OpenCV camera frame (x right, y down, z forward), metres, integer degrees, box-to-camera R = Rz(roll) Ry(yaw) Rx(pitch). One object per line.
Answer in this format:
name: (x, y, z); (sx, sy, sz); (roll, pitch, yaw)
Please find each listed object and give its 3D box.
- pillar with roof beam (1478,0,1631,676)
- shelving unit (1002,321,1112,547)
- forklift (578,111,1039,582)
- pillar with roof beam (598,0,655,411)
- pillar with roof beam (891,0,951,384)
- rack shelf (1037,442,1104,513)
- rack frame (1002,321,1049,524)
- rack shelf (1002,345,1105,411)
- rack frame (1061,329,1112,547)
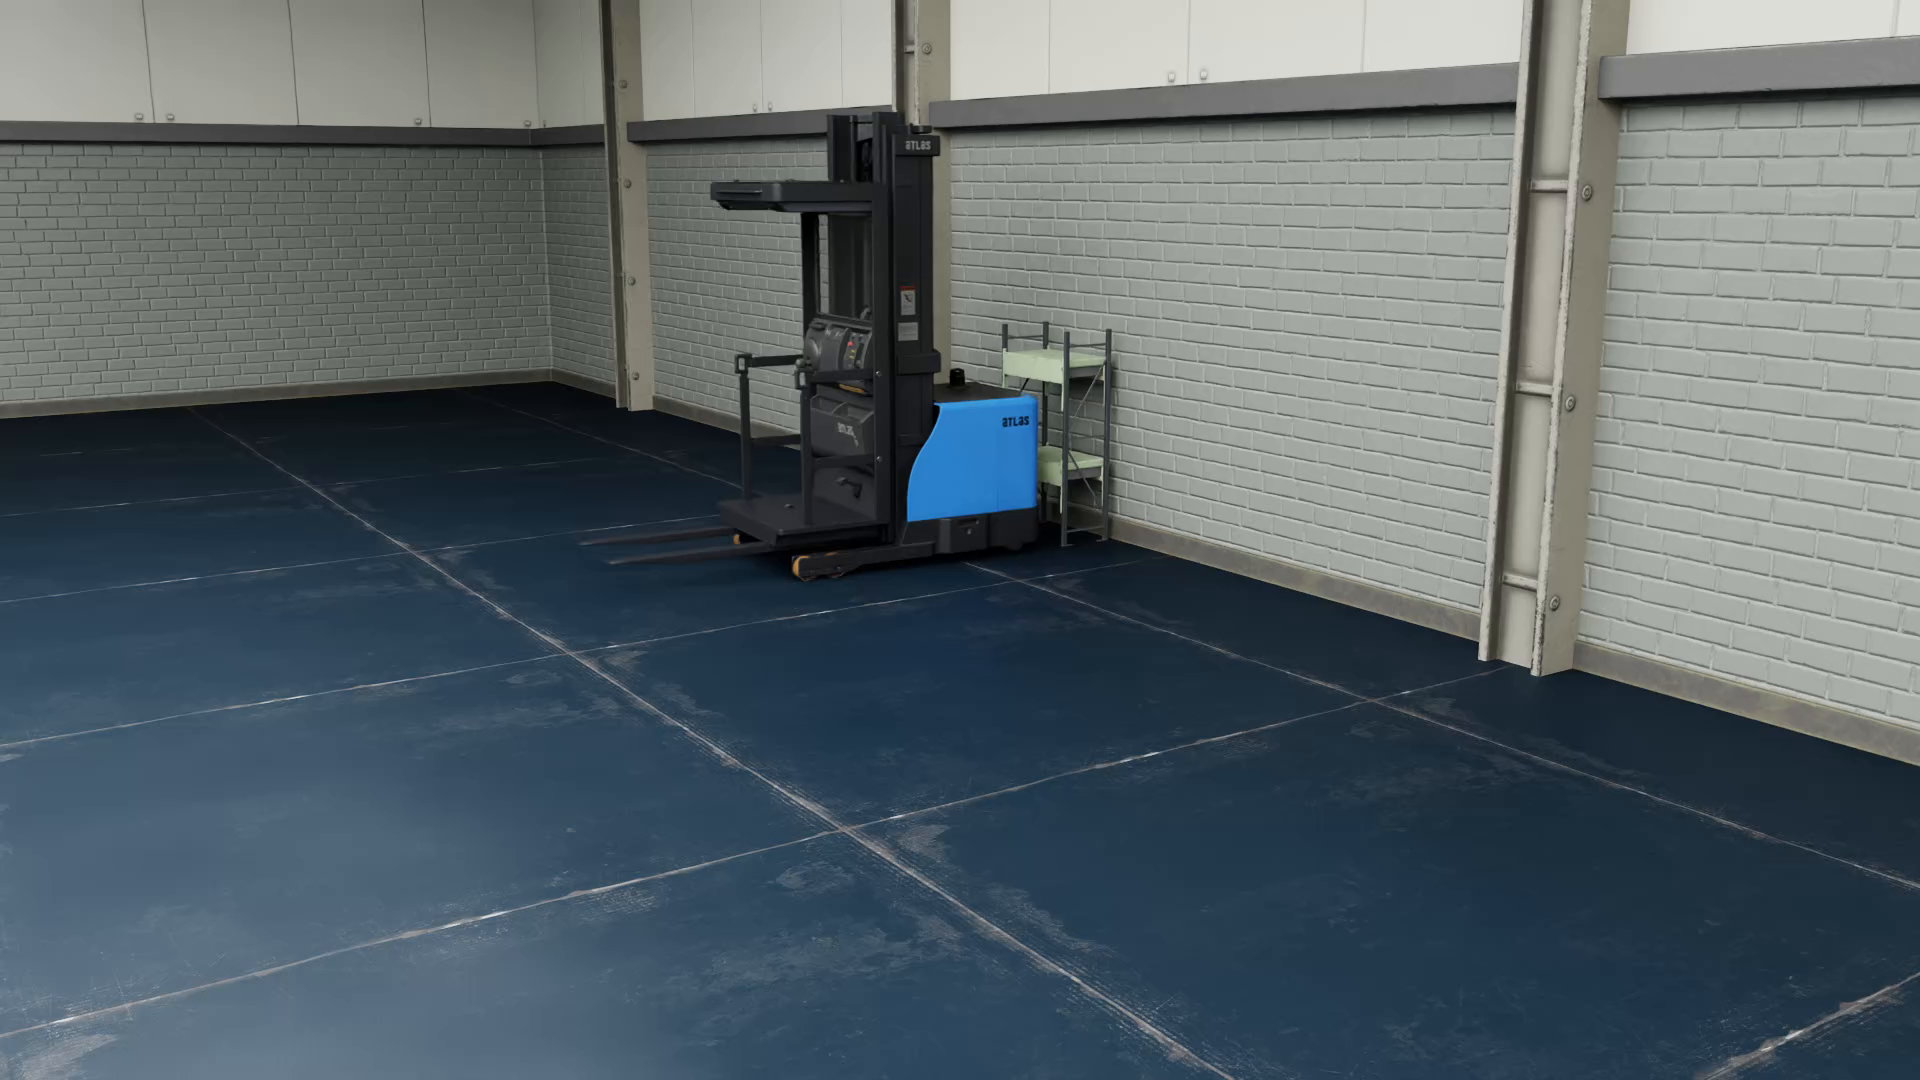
pillar with roof beam: (-0.565, -3.231, 5.573); (9.100, 9.000, 0.400); (-8, 15, -33)
shelving unit: (0.678, -0.775, 11.894); (0.431, 1.500, 0.755); (-8, 15, -33)
forklift: (-0.989, -1.294, 10.919); (3.031, 2.935, 1.130); (-7, 14, -29)
pillar with roof beam: (-7.213, -5.365, 15.333); (9.100, 9.000, 0.400); (-8, 15, -33)
pillar with roof beam: (-3.889, -4.298, 10.453); (9.100, 9.000, 0.400); (-8, 15, -33)
rack shelf: (0.678, -0.456, 11.964); (0.431, 0.370, 0.720); (-8, 15, -33)
rack frame: (0.475, -0.840, 12.192); (0.400, 1.500, 0.023); (-8, 15, -33)
rack shelf: (0.678, -1.156, 11.811); (0.431, 0.370, 0.720); (-8, 15, -33)
rack frame: (0.881, -0.710, 11.597); (0.400, 1.500, 0.023); (-8, 15, -33)
